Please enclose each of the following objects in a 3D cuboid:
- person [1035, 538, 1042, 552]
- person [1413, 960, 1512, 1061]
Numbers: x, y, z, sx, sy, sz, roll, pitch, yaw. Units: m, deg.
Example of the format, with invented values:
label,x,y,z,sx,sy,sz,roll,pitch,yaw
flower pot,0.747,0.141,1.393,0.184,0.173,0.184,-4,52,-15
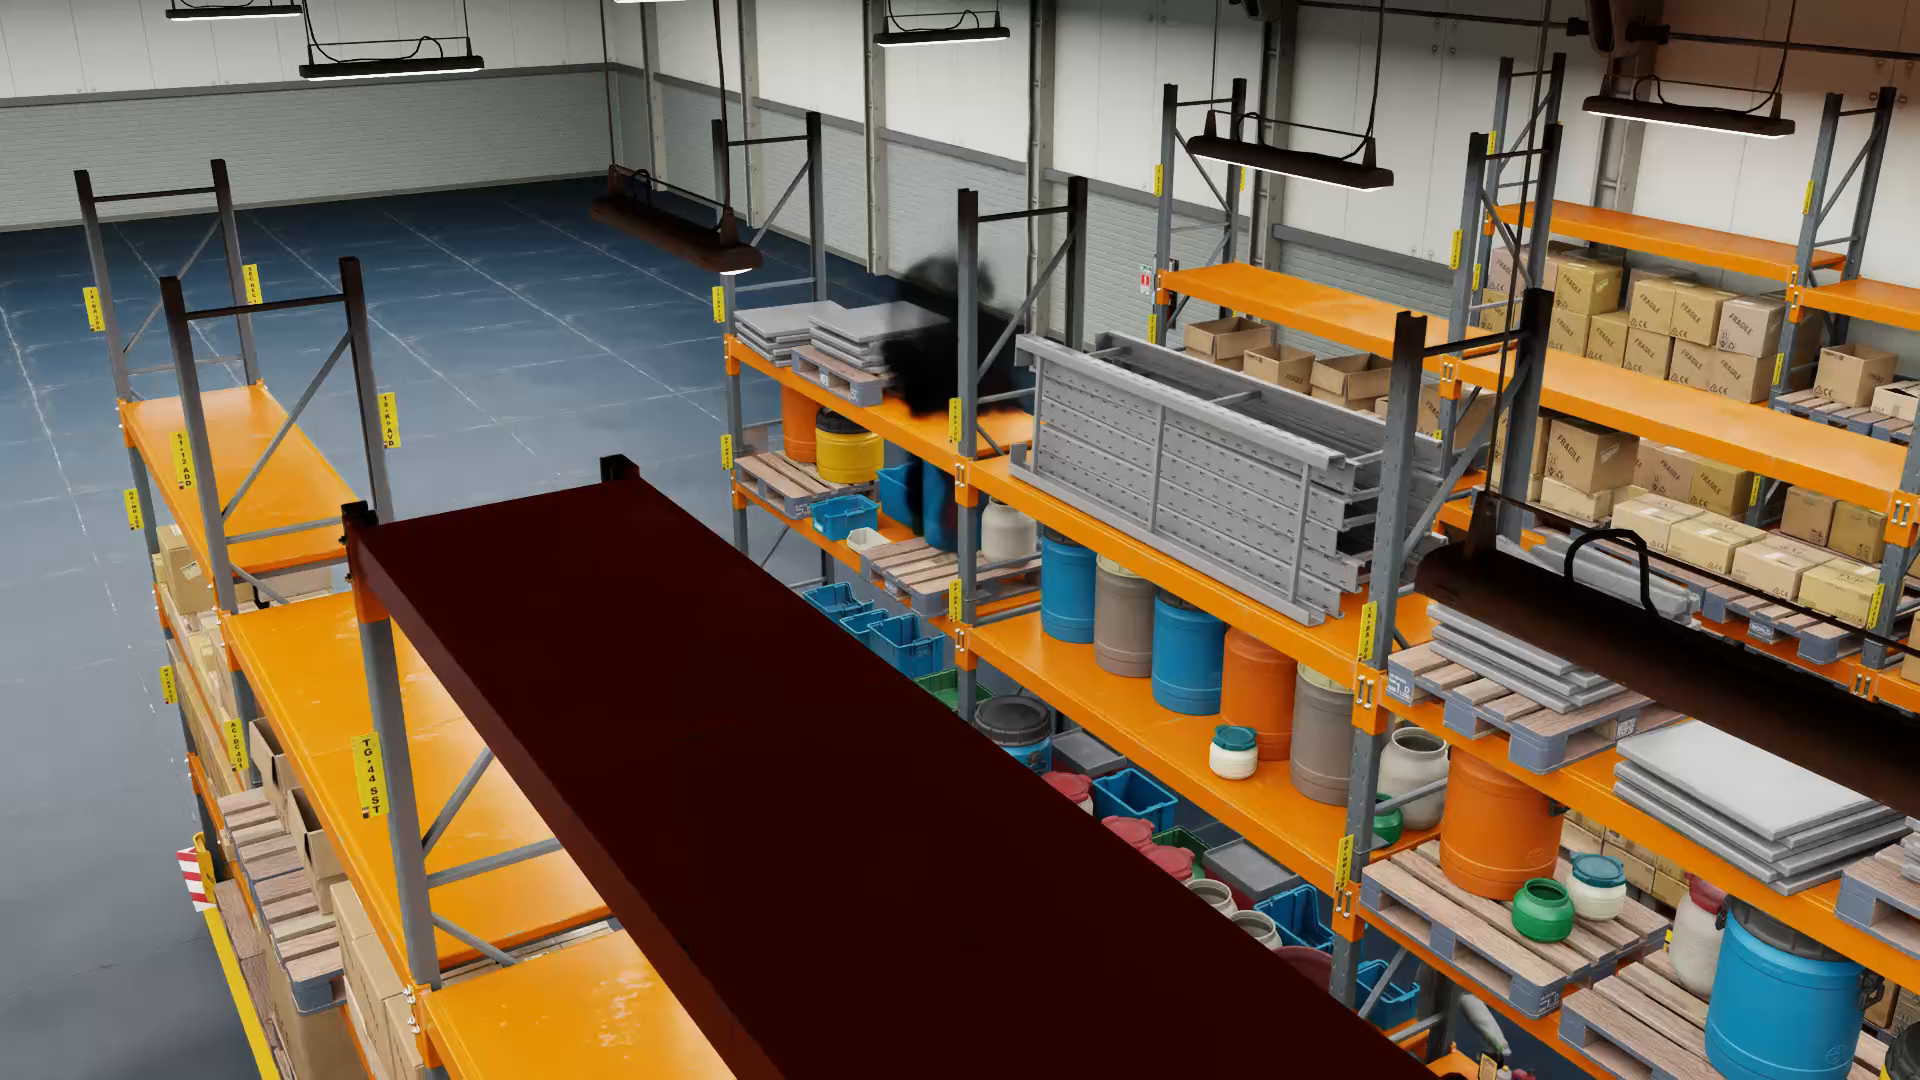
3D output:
label,x,y,z,sx,sy,sz,roll,pitch,yaw
person,0.703,-0.272,19.986,0.983,1.628,0.655,-3,22,-8
person,3.535,2.929,11.753,0.675,1.781,0.957,-11,24,-26
